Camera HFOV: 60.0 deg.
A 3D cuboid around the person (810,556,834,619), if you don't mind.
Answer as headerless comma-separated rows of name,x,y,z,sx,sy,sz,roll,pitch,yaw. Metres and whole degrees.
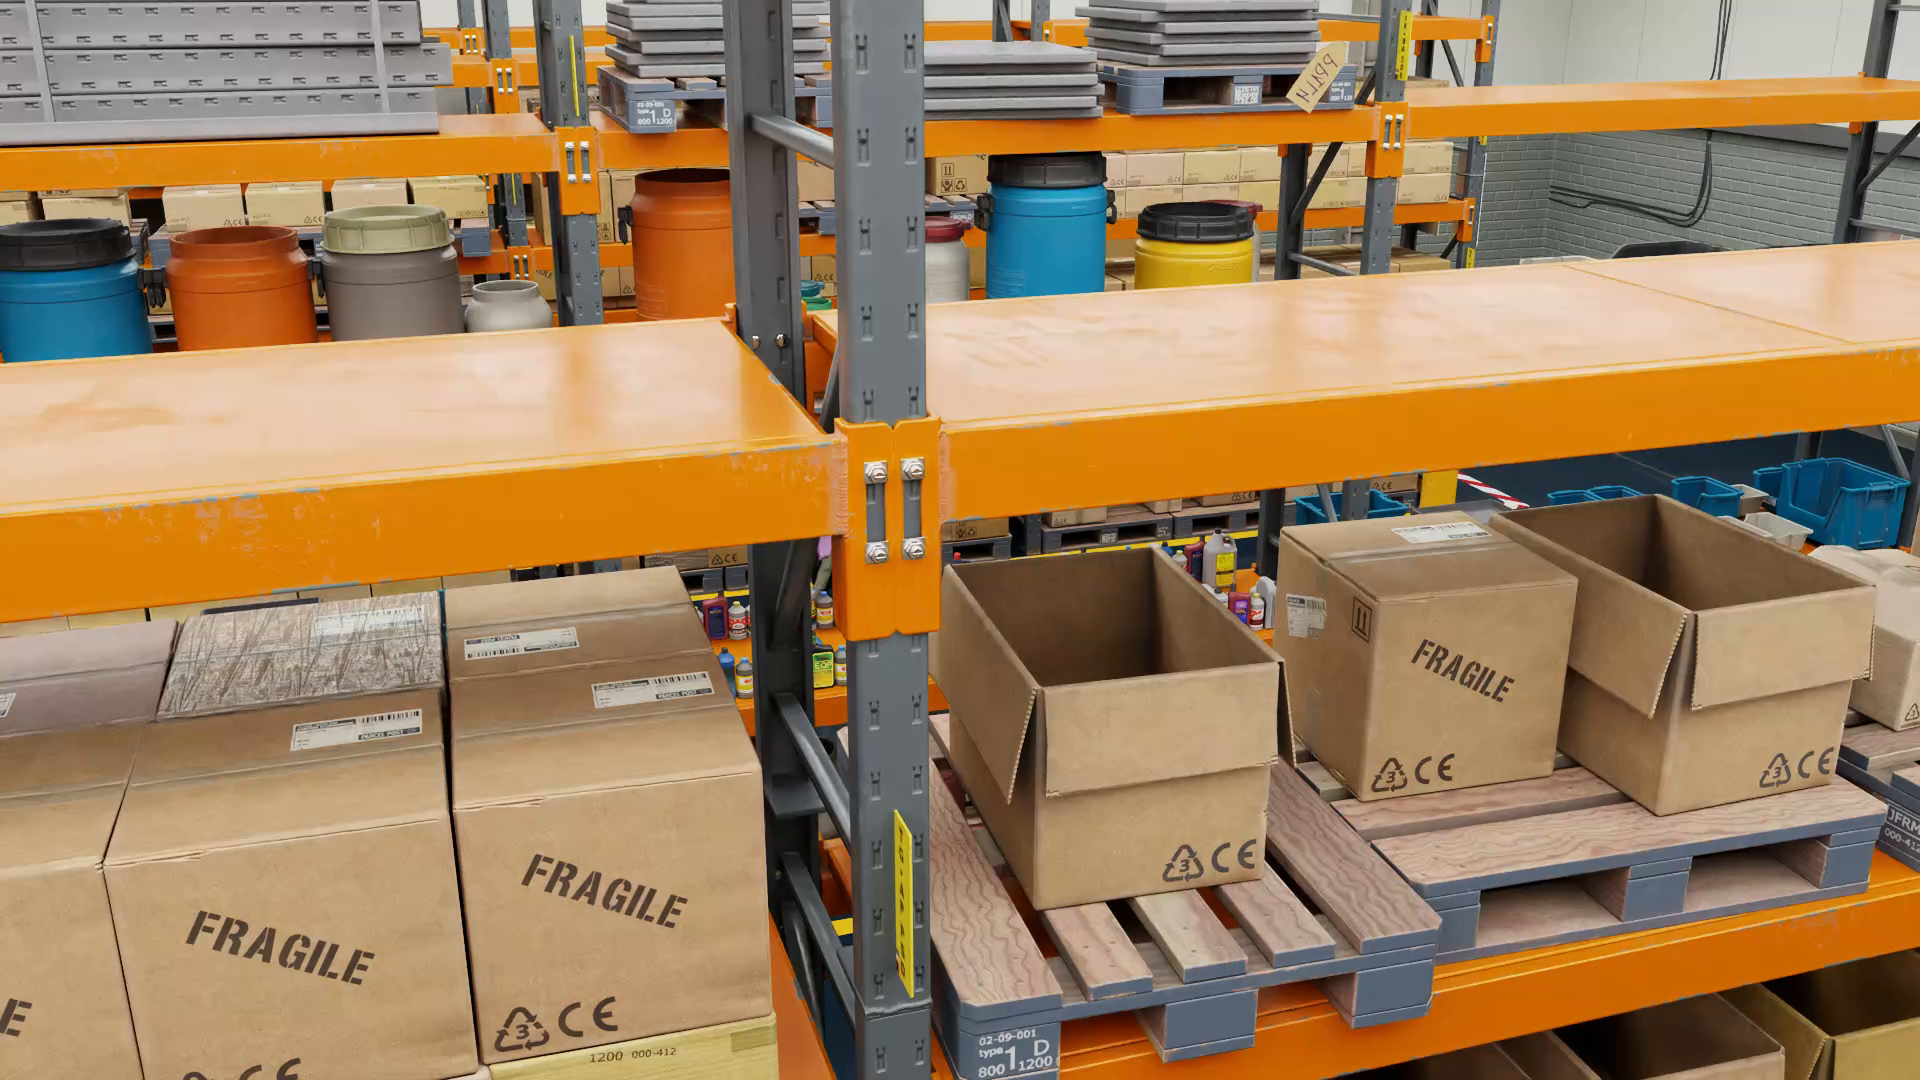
person,-0.864,0.384,12.480,0.665,0.613,0.408,-6,20,-17
